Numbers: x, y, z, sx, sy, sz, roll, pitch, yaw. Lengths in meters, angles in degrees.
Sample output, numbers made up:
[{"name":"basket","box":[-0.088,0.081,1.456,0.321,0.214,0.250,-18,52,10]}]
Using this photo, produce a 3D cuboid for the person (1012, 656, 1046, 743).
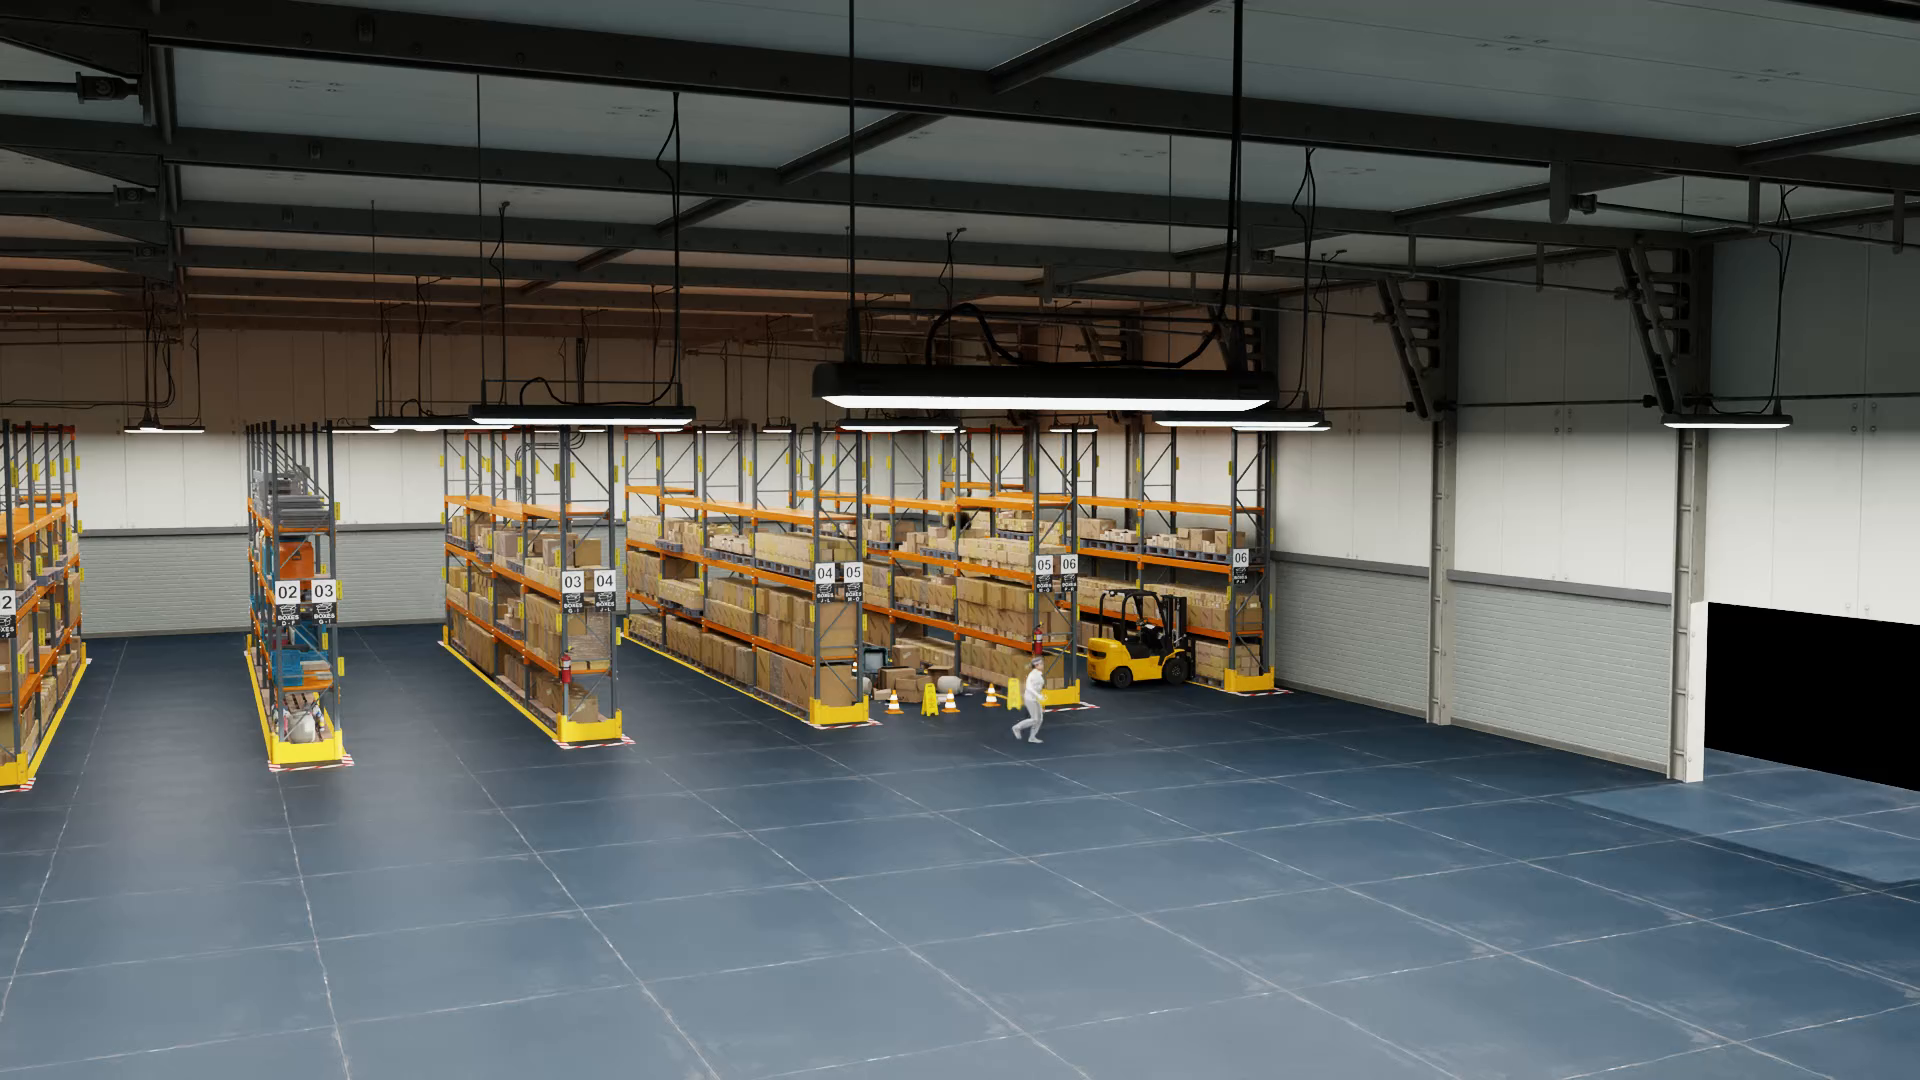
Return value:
[{"name":"person","box":[1.301,2.976,31.046,0.637,1.640,0.616,1,4,18]}]
